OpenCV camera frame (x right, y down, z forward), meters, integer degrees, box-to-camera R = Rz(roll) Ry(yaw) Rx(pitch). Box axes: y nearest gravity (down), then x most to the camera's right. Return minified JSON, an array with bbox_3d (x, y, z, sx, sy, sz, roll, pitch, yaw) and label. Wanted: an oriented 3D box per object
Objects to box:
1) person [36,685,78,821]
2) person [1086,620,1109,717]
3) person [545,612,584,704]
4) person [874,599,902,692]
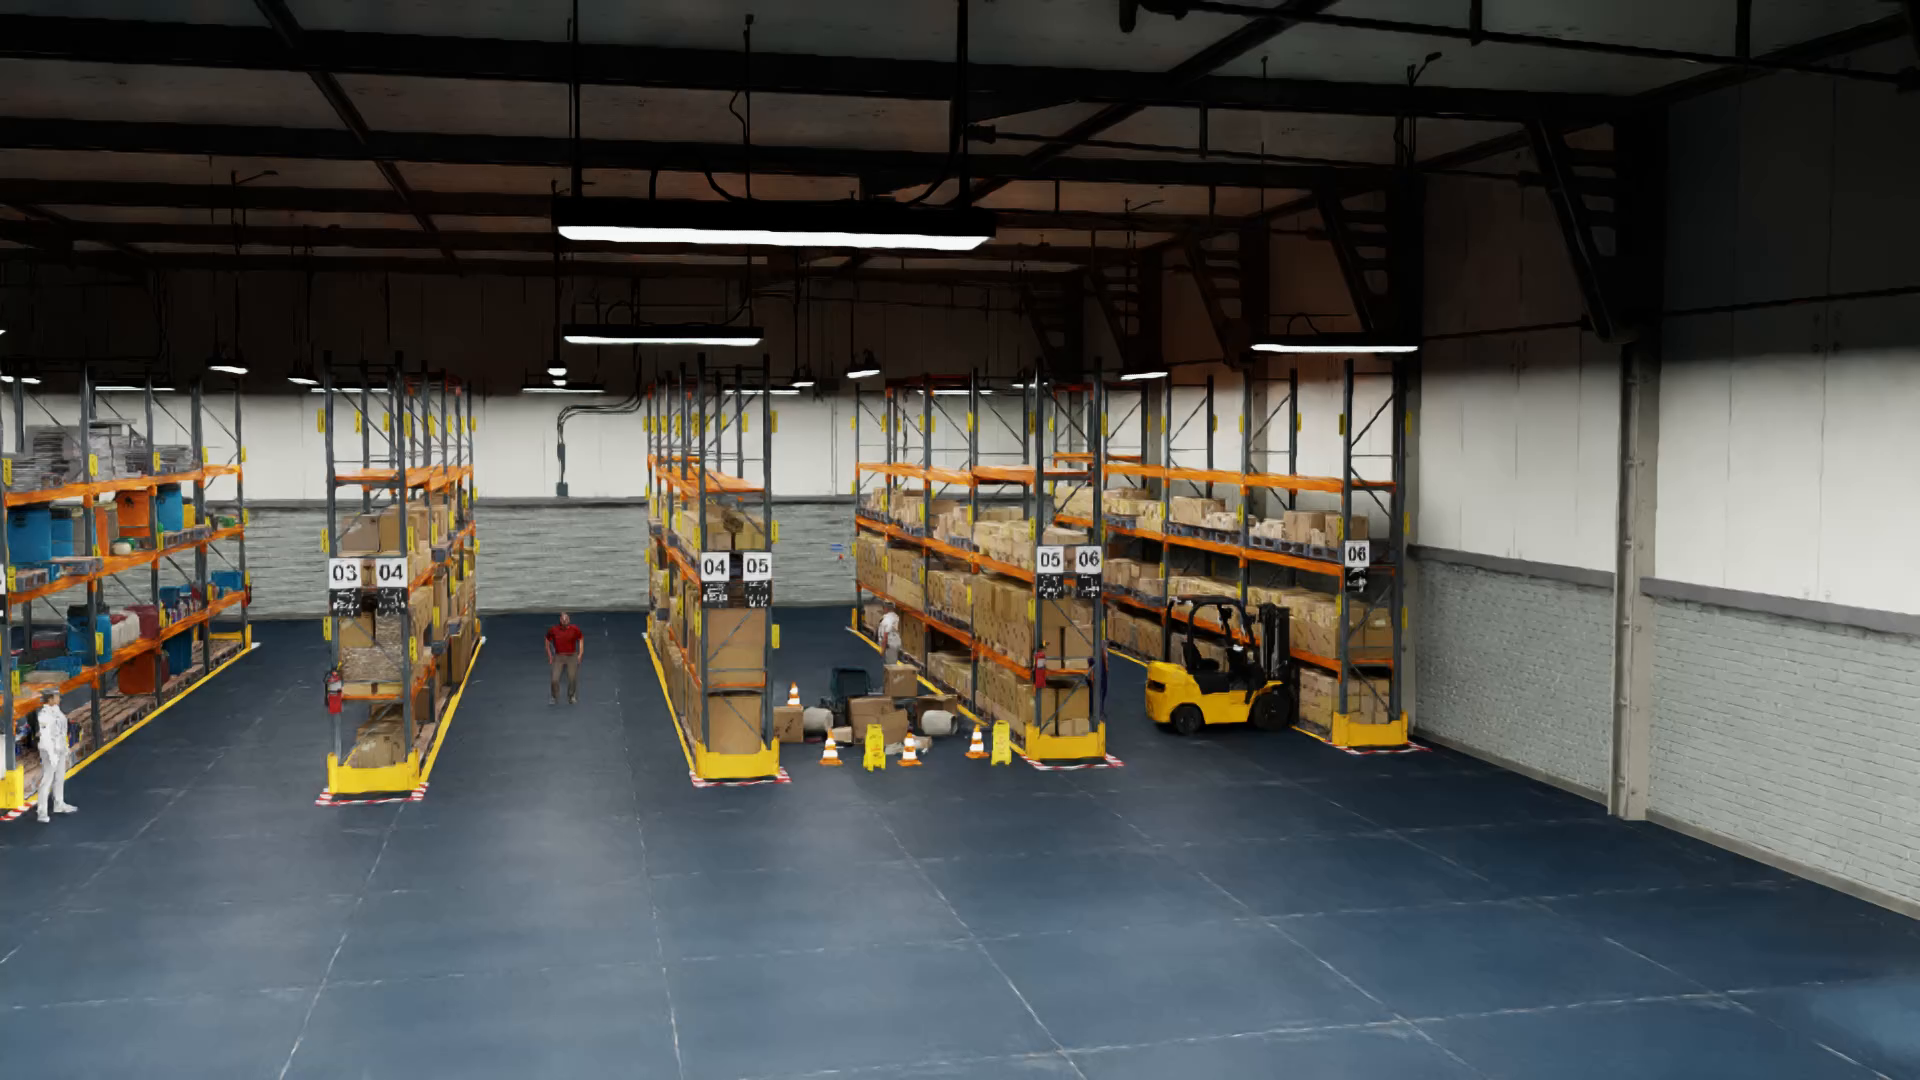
[{"bbox_3d":[-11.531,2.676,21.156,0.367,1.685,0.633,-1,4,-8],"label":"person"},{"bbox_3d":[2.361,2.215,28.672,0.381,1.711,0.551,-4,5,-42],"label":"person"},{"bbox_3d":[-7.066,2.104,29.716,0.682,1.675,0.535,-1,4,-15],"label":"person"},{"bbox_3d":[-1.339,1.973,30.763,0.587,1.747,0.644,1,4,11],"label":"person"}]
